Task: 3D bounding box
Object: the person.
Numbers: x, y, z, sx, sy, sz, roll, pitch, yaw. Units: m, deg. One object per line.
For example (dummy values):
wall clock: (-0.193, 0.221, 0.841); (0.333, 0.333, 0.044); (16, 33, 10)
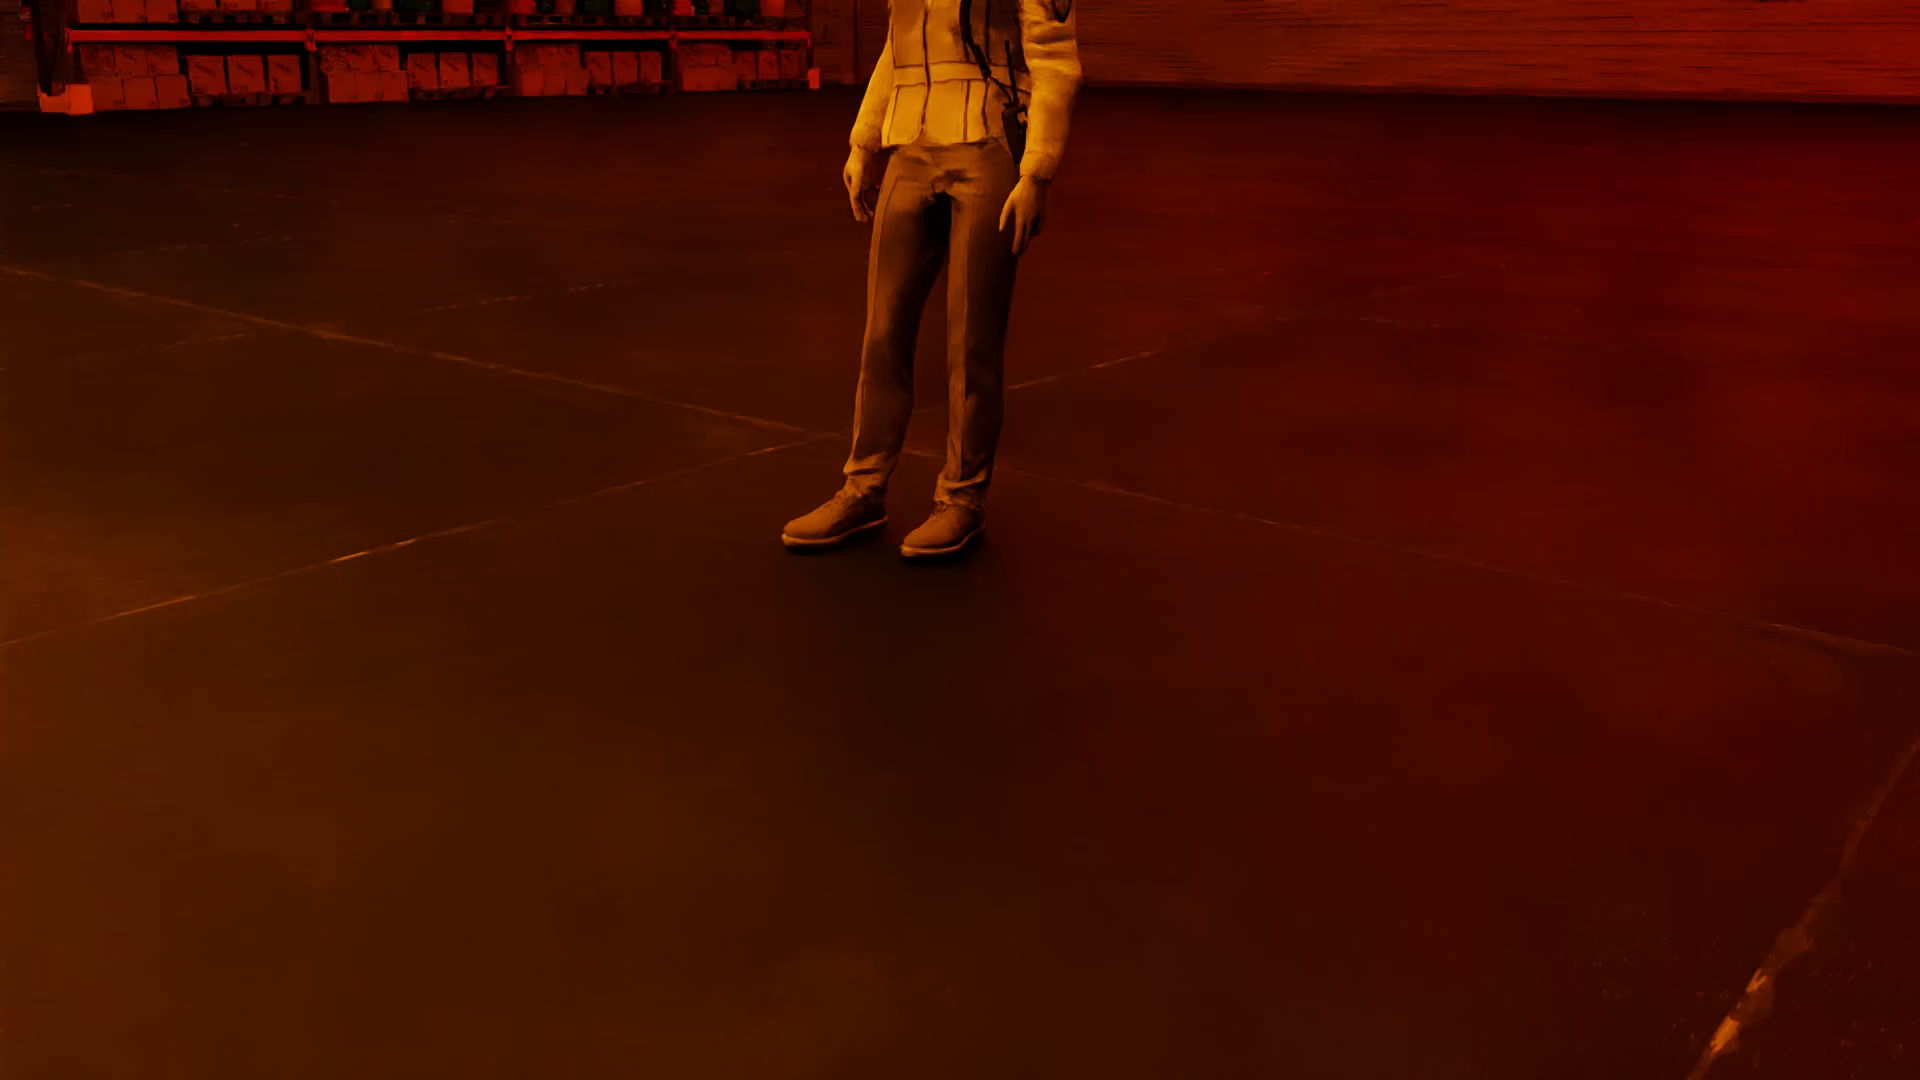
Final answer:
person: (-0.049, -0.804, 3.648); (0.586, 1.695, 0.532); (13, 21, 37)
